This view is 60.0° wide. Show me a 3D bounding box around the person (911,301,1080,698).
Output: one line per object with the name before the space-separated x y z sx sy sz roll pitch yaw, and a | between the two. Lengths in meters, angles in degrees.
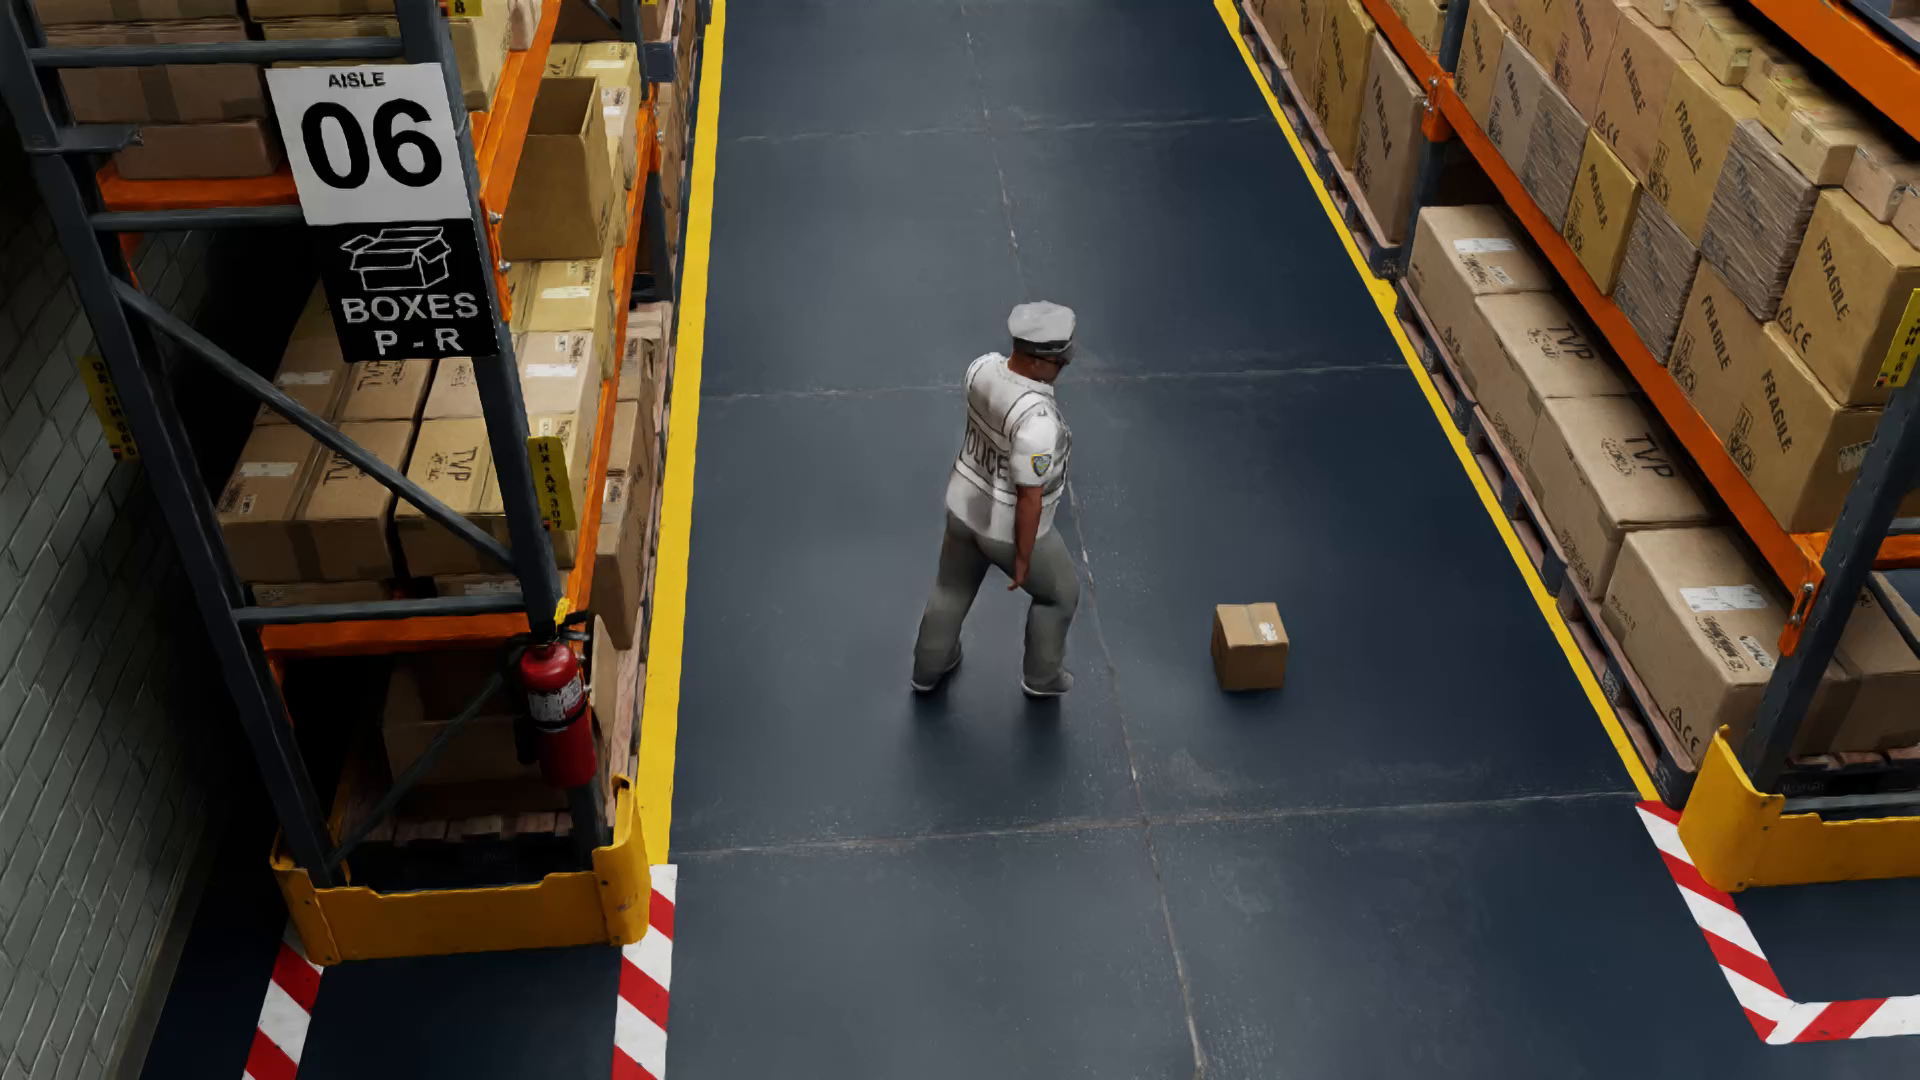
person | 0.167 -0.083 6.323 0.681 1.793 0.583 -28 46 -30
